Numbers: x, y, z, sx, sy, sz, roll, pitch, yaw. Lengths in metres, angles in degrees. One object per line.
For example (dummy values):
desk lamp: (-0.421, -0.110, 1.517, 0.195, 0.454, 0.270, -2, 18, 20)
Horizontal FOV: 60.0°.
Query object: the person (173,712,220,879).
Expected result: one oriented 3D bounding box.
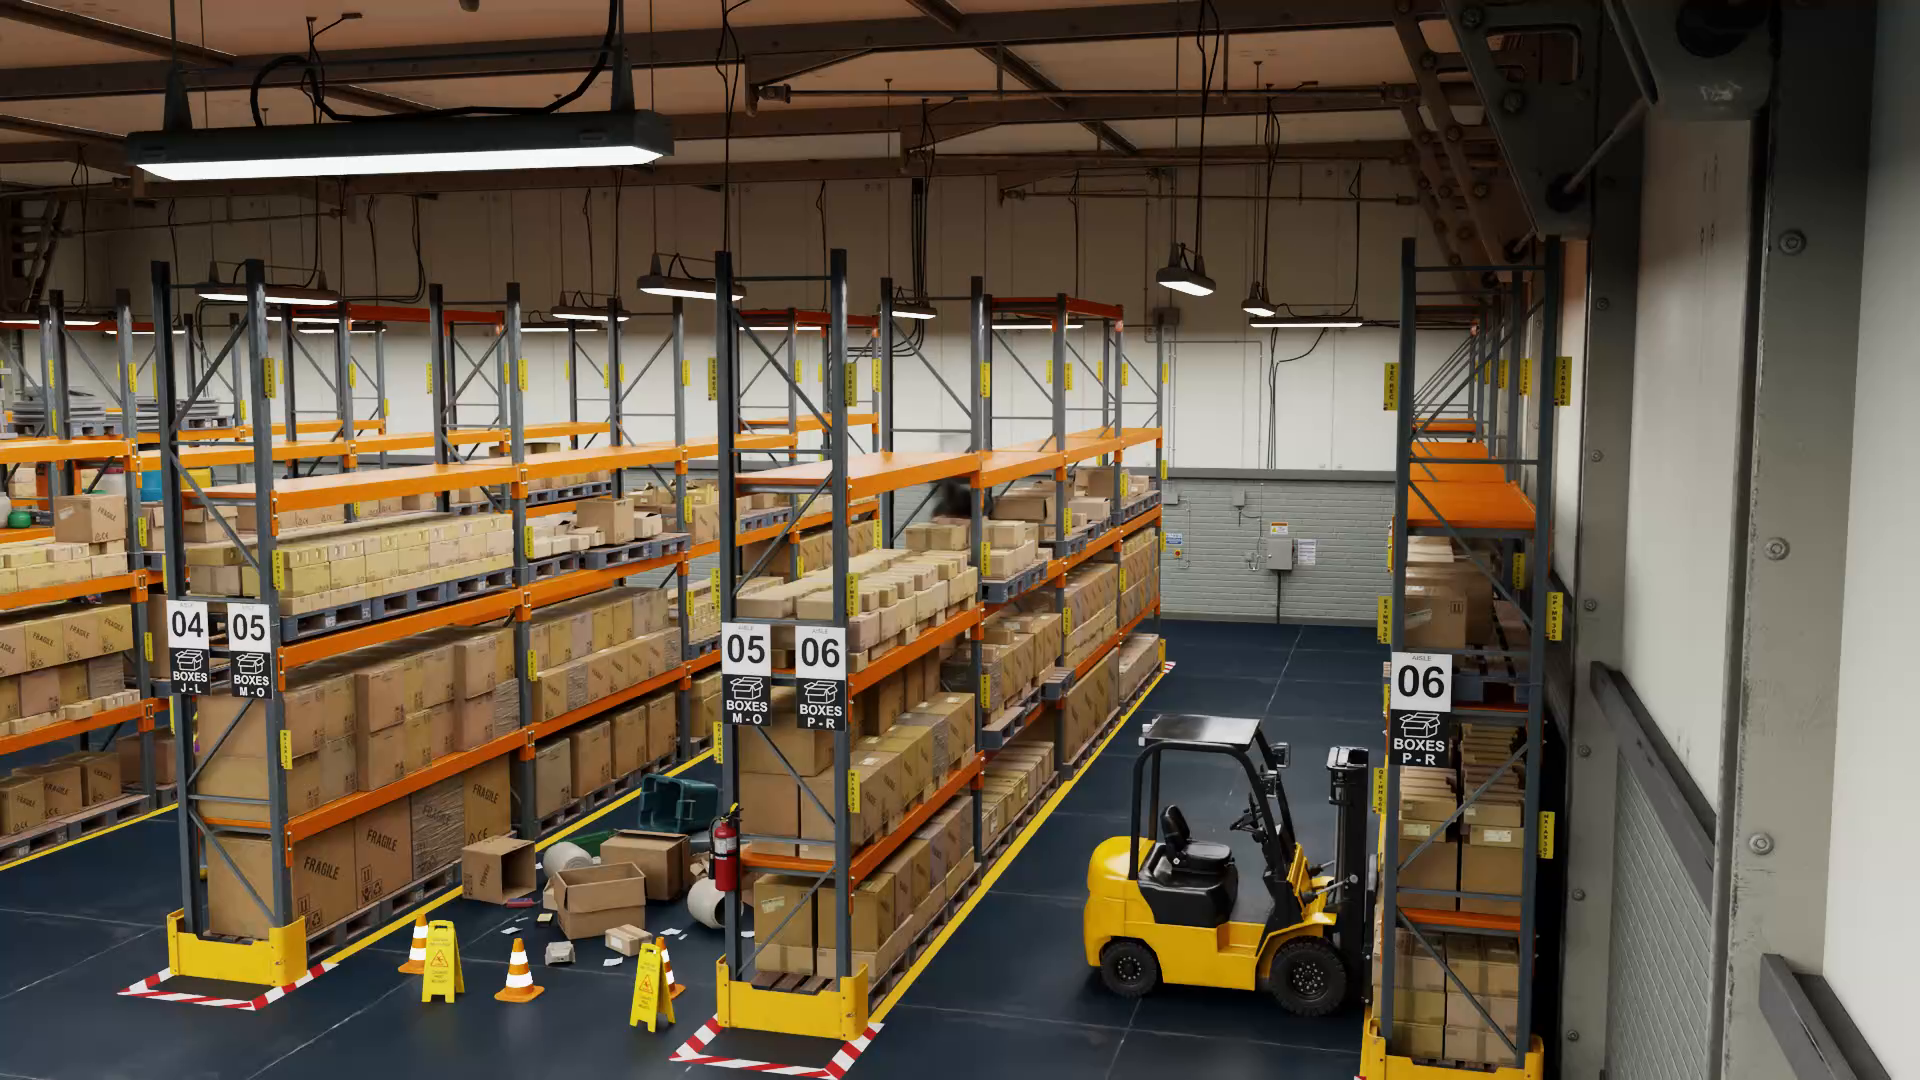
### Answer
person: (-7.559, 2.536, 16.802, 0.749, 1.724, 0.622, 1, 6, 8)
